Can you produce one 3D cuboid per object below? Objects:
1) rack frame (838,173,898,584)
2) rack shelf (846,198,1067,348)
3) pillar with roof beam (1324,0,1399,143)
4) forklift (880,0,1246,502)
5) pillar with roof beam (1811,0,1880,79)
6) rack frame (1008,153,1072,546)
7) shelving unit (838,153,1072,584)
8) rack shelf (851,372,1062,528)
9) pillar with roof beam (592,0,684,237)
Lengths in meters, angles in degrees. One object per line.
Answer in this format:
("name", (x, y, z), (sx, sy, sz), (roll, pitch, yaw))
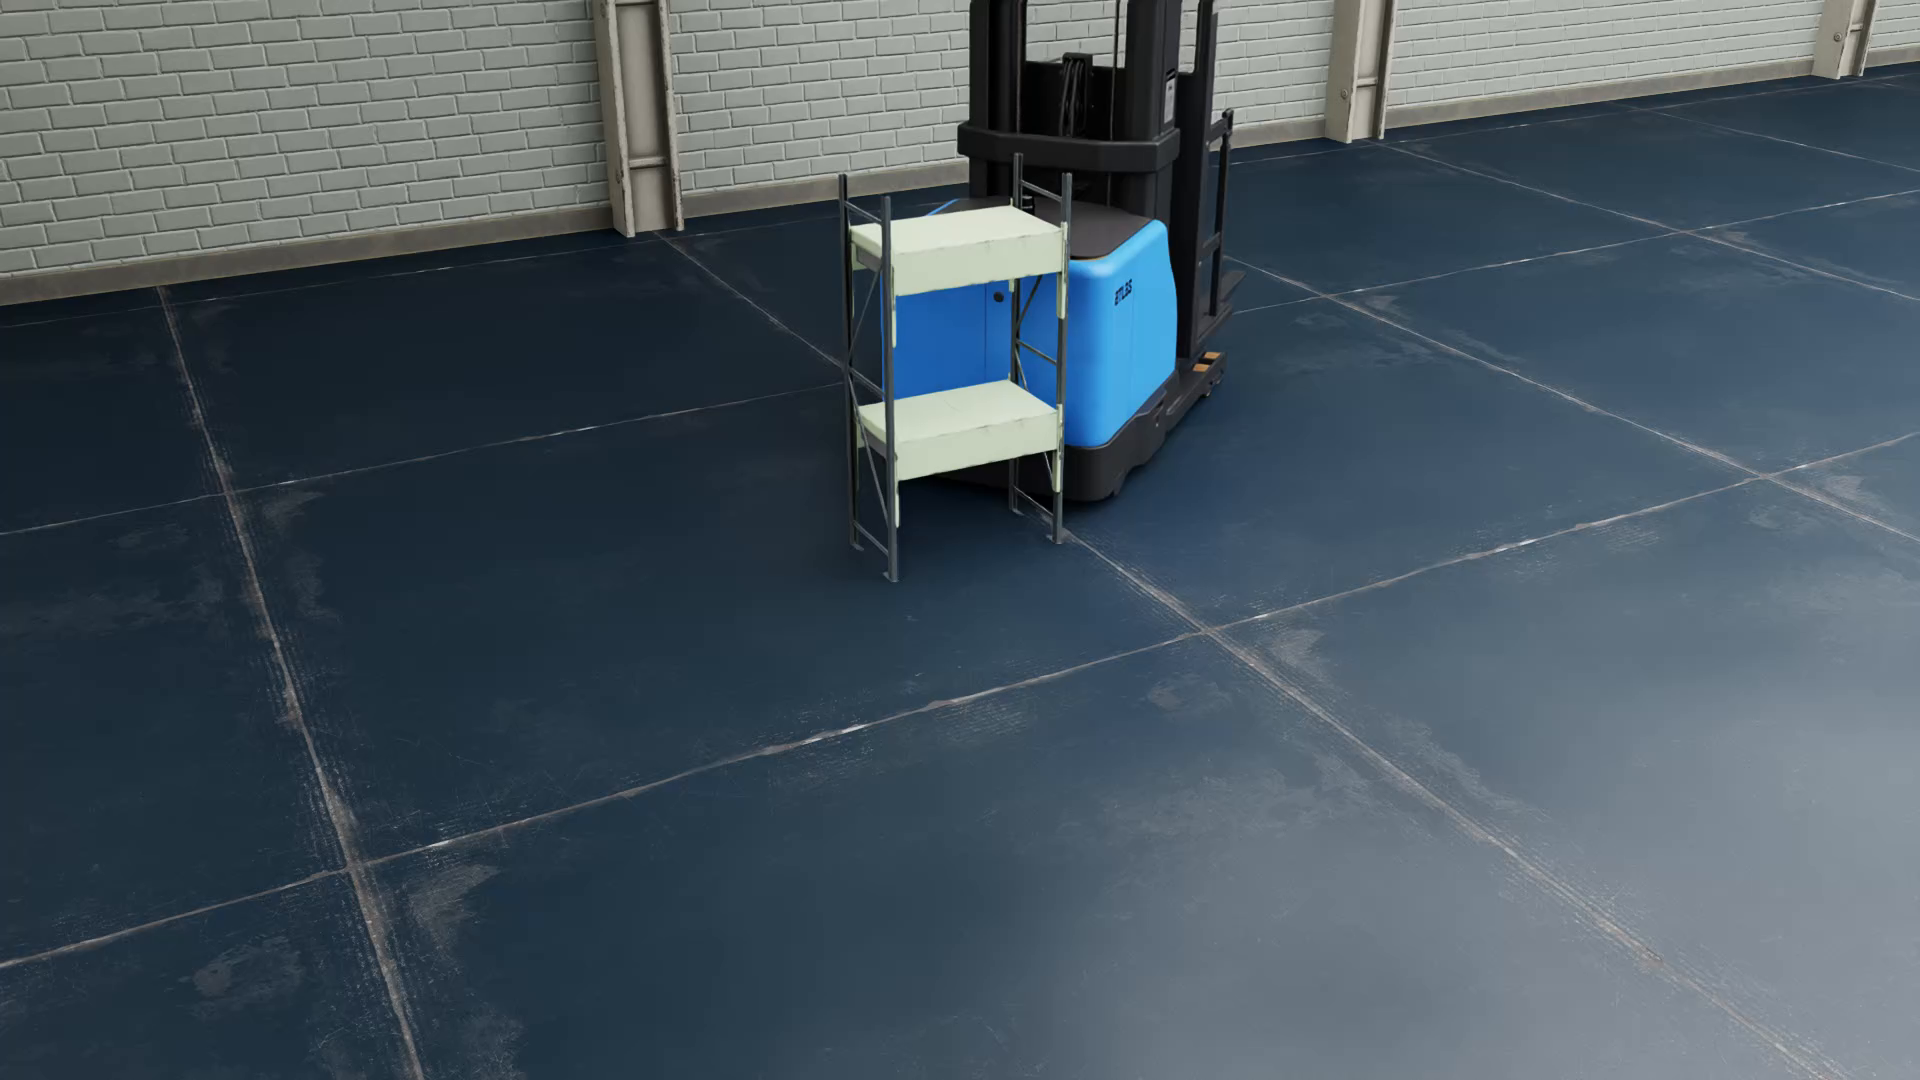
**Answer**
("rack frame", (-0.342, -0.585, 6.236), (0.023, 1.500, 0.400), (-13, 28, -25))
("rack shelf", (-0.018, -1.010, 6.219), (0.720, 0.370, 0.431), (-13, 28, -25))
("pillar with roof beam", (5.244, -5.713, 8.252), (0.400, 9.000, 9.100), (-13, 29, -25))
("forklift", (0.701, -2.092, 7.722), (1.130, 2.935, 3.031), (11, 28, 21))
("pillar with roof beam", (10.538, -6.935, 10.797), (0.400, 9.000, 9.100), (-13, 29, -25))
("rack frame", (0.307, -0.731, 6.540), (0.023, 1.500, 0.400), (-13, 28, -25))
("shelving unit", (-0.018, -0.658, 6.388), (0.755, 1.500, 0.431), (-13, 28, -25))
("rack shelf", (-0.018, -0.364, 6.529), (0.720, 0.370, 0.431), (-13, 28, -25))
("pillar with roof beam", (-0.050, -4.491, 5.706), (0.400, 9.000, 9.100), (-13, 29, -25))
